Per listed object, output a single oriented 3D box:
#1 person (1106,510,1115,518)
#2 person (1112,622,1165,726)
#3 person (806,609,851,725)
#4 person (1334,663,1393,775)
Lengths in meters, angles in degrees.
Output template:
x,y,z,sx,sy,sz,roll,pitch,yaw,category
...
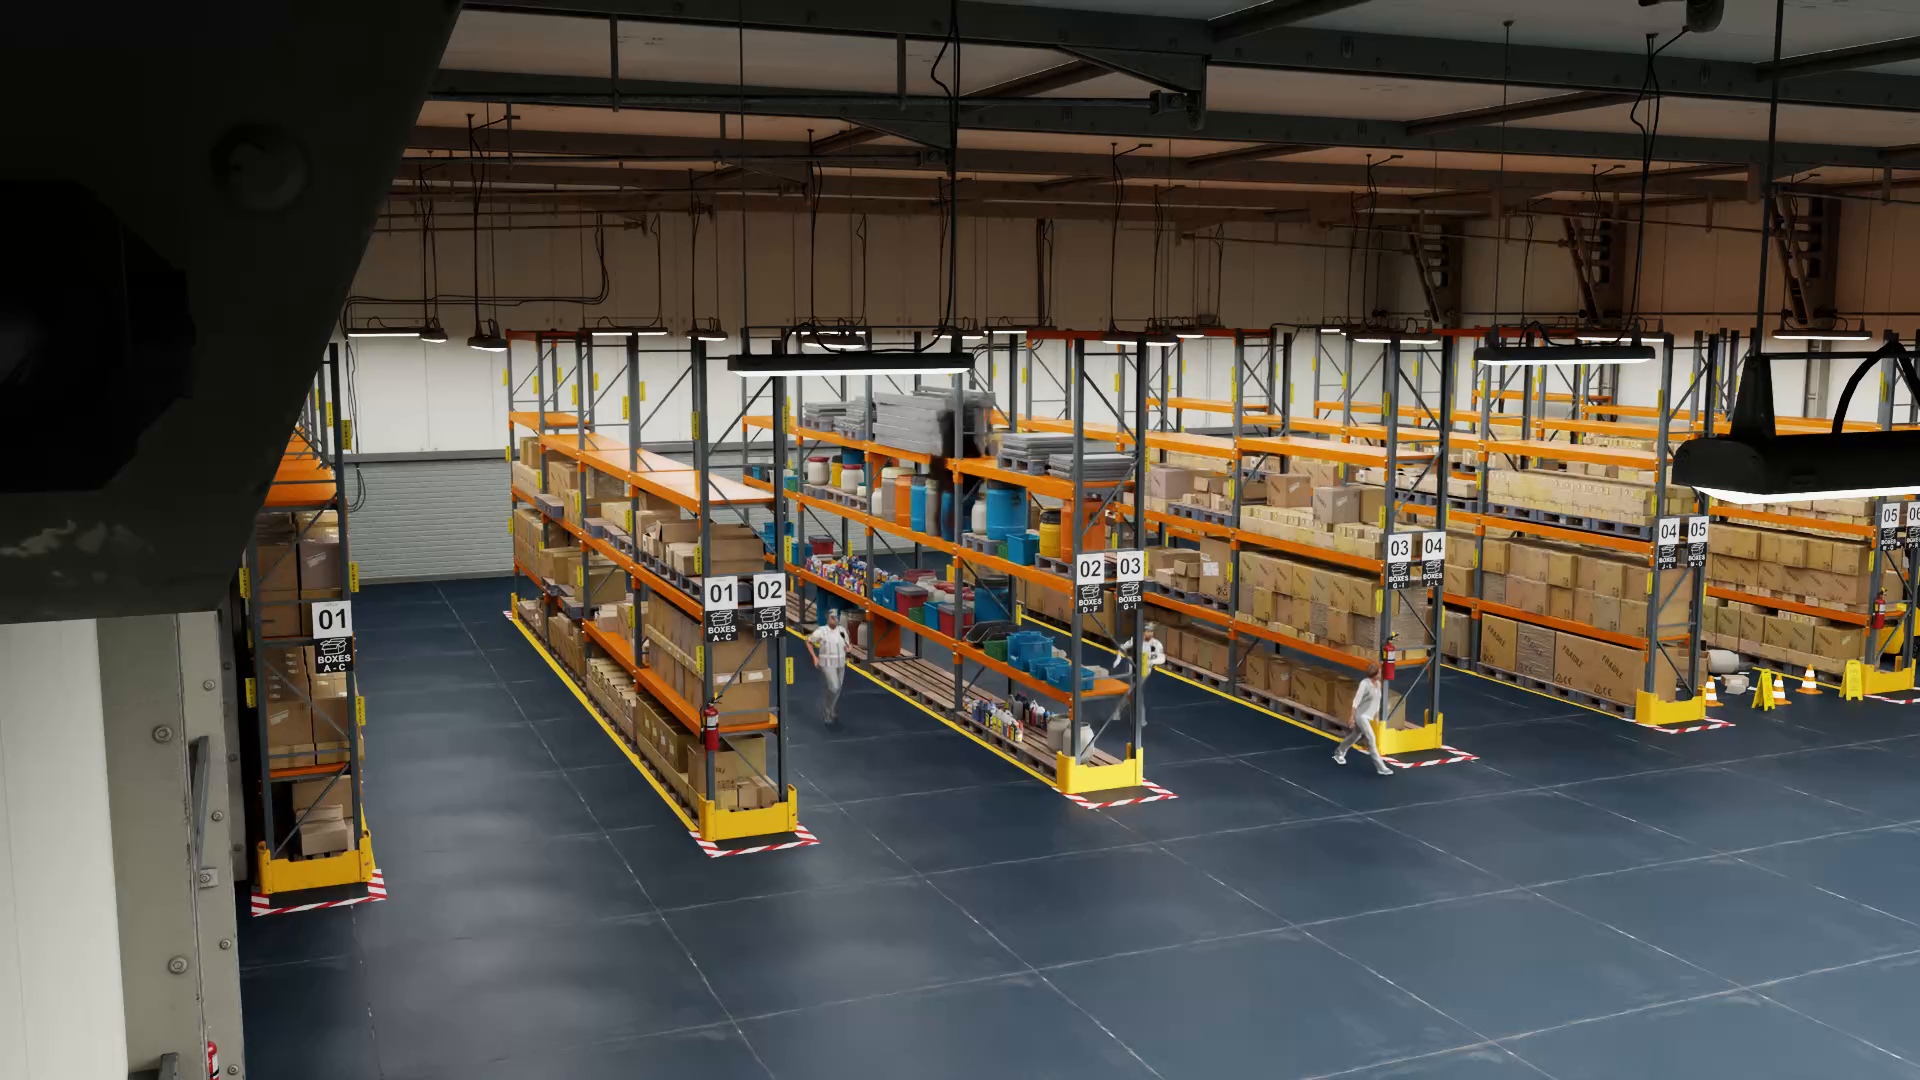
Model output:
x,y,z,sx,sy,sz,roll,pitch,yaw,category
3.693,-0.097,41.058,0.762,1.758,0.731,6,10,39,person
2.763,2.035,25.698,0.740,1.597,0.662,-2,8,-11,person
-1.970,1.963,25.800,0.643,1.821,0.720,-6,10,-38,person
5.609,2.450,23.015,1.021,1.465,0.484,7,11,43,person
